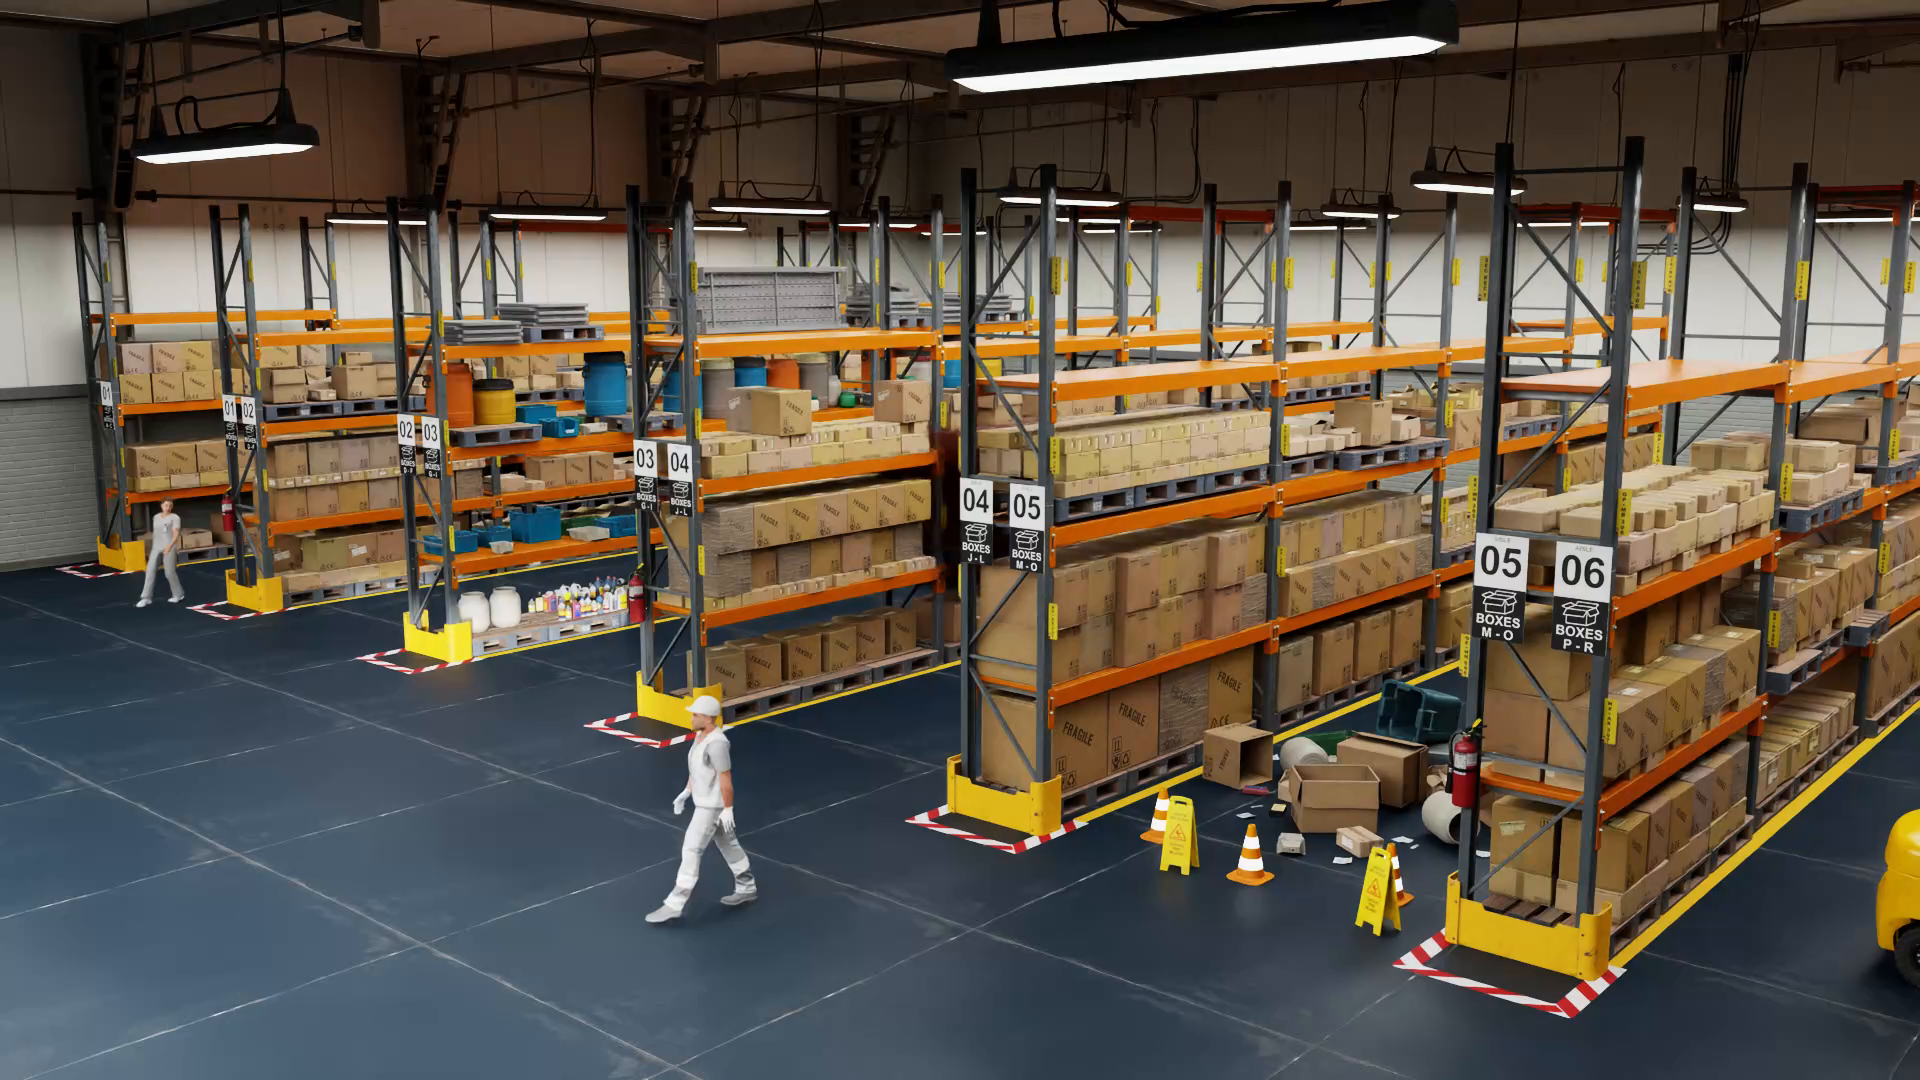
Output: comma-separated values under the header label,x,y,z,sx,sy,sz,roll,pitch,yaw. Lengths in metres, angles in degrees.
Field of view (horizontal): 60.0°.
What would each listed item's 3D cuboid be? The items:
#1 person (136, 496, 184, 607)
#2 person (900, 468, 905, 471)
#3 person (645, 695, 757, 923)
label,x,y,z,sx,sy,sz,roll,pitch,yaw
person,-12.147,0.185,25.242,0.476,1.651,0.807,1,9,4
person,-1.089,-0.984,32.360,0.437,1.598,0.455,-3,10,-15
person,-2.081,2.099,13.227,0.919,1.746,0.576,-3,10,-15
